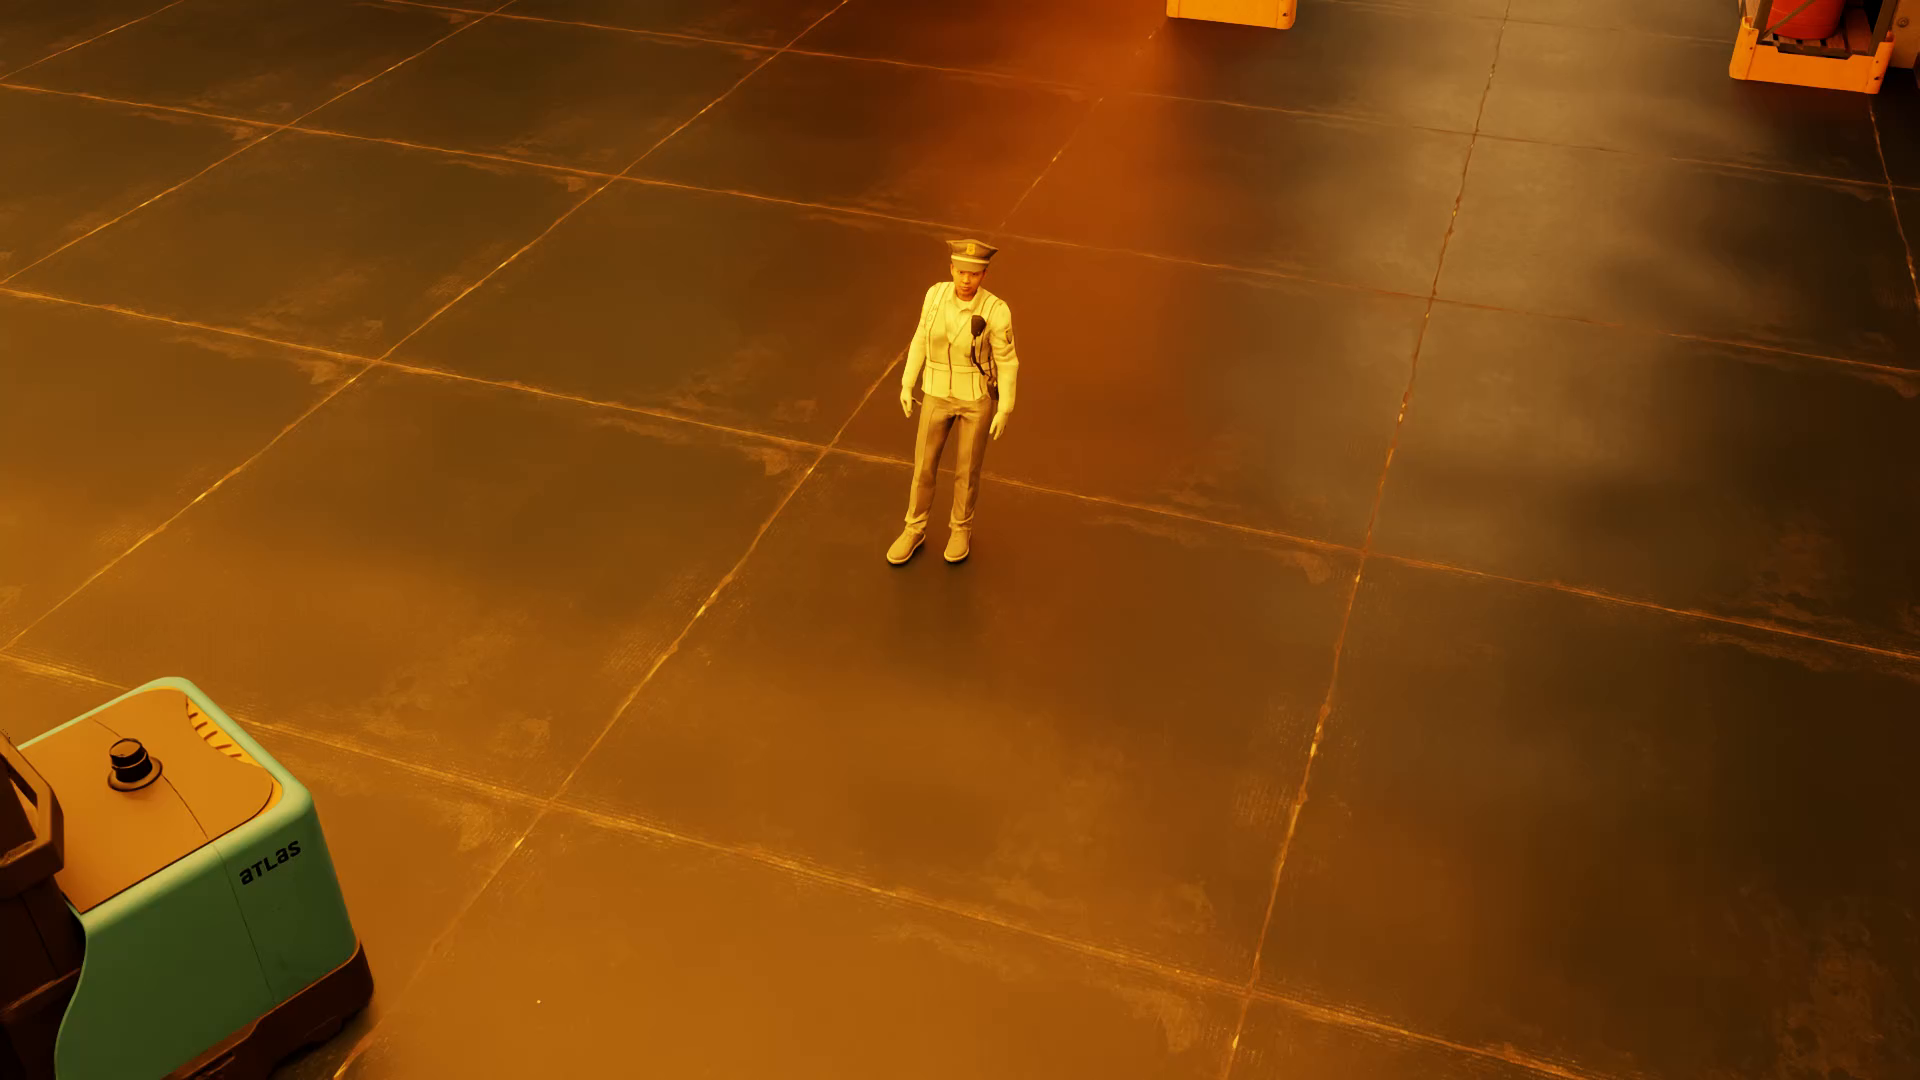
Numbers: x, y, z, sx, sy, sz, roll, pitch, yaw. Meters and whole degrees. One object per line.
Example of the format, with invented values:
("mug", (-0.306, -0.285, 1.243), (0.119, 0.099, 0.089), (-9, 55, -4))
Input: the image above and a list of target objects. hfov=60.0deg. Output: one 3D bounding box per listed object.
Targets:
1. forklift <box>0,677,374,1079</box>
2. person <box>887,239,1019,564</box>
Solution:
("forklift", (-3.545, 0.971, 4.742), (1.130, 2.935, 3.031), (28, 44, 34))
("person", (-0.030, -0.661, 8.100), (0.586, 1.694, 0.530), (12, 37, 16))
